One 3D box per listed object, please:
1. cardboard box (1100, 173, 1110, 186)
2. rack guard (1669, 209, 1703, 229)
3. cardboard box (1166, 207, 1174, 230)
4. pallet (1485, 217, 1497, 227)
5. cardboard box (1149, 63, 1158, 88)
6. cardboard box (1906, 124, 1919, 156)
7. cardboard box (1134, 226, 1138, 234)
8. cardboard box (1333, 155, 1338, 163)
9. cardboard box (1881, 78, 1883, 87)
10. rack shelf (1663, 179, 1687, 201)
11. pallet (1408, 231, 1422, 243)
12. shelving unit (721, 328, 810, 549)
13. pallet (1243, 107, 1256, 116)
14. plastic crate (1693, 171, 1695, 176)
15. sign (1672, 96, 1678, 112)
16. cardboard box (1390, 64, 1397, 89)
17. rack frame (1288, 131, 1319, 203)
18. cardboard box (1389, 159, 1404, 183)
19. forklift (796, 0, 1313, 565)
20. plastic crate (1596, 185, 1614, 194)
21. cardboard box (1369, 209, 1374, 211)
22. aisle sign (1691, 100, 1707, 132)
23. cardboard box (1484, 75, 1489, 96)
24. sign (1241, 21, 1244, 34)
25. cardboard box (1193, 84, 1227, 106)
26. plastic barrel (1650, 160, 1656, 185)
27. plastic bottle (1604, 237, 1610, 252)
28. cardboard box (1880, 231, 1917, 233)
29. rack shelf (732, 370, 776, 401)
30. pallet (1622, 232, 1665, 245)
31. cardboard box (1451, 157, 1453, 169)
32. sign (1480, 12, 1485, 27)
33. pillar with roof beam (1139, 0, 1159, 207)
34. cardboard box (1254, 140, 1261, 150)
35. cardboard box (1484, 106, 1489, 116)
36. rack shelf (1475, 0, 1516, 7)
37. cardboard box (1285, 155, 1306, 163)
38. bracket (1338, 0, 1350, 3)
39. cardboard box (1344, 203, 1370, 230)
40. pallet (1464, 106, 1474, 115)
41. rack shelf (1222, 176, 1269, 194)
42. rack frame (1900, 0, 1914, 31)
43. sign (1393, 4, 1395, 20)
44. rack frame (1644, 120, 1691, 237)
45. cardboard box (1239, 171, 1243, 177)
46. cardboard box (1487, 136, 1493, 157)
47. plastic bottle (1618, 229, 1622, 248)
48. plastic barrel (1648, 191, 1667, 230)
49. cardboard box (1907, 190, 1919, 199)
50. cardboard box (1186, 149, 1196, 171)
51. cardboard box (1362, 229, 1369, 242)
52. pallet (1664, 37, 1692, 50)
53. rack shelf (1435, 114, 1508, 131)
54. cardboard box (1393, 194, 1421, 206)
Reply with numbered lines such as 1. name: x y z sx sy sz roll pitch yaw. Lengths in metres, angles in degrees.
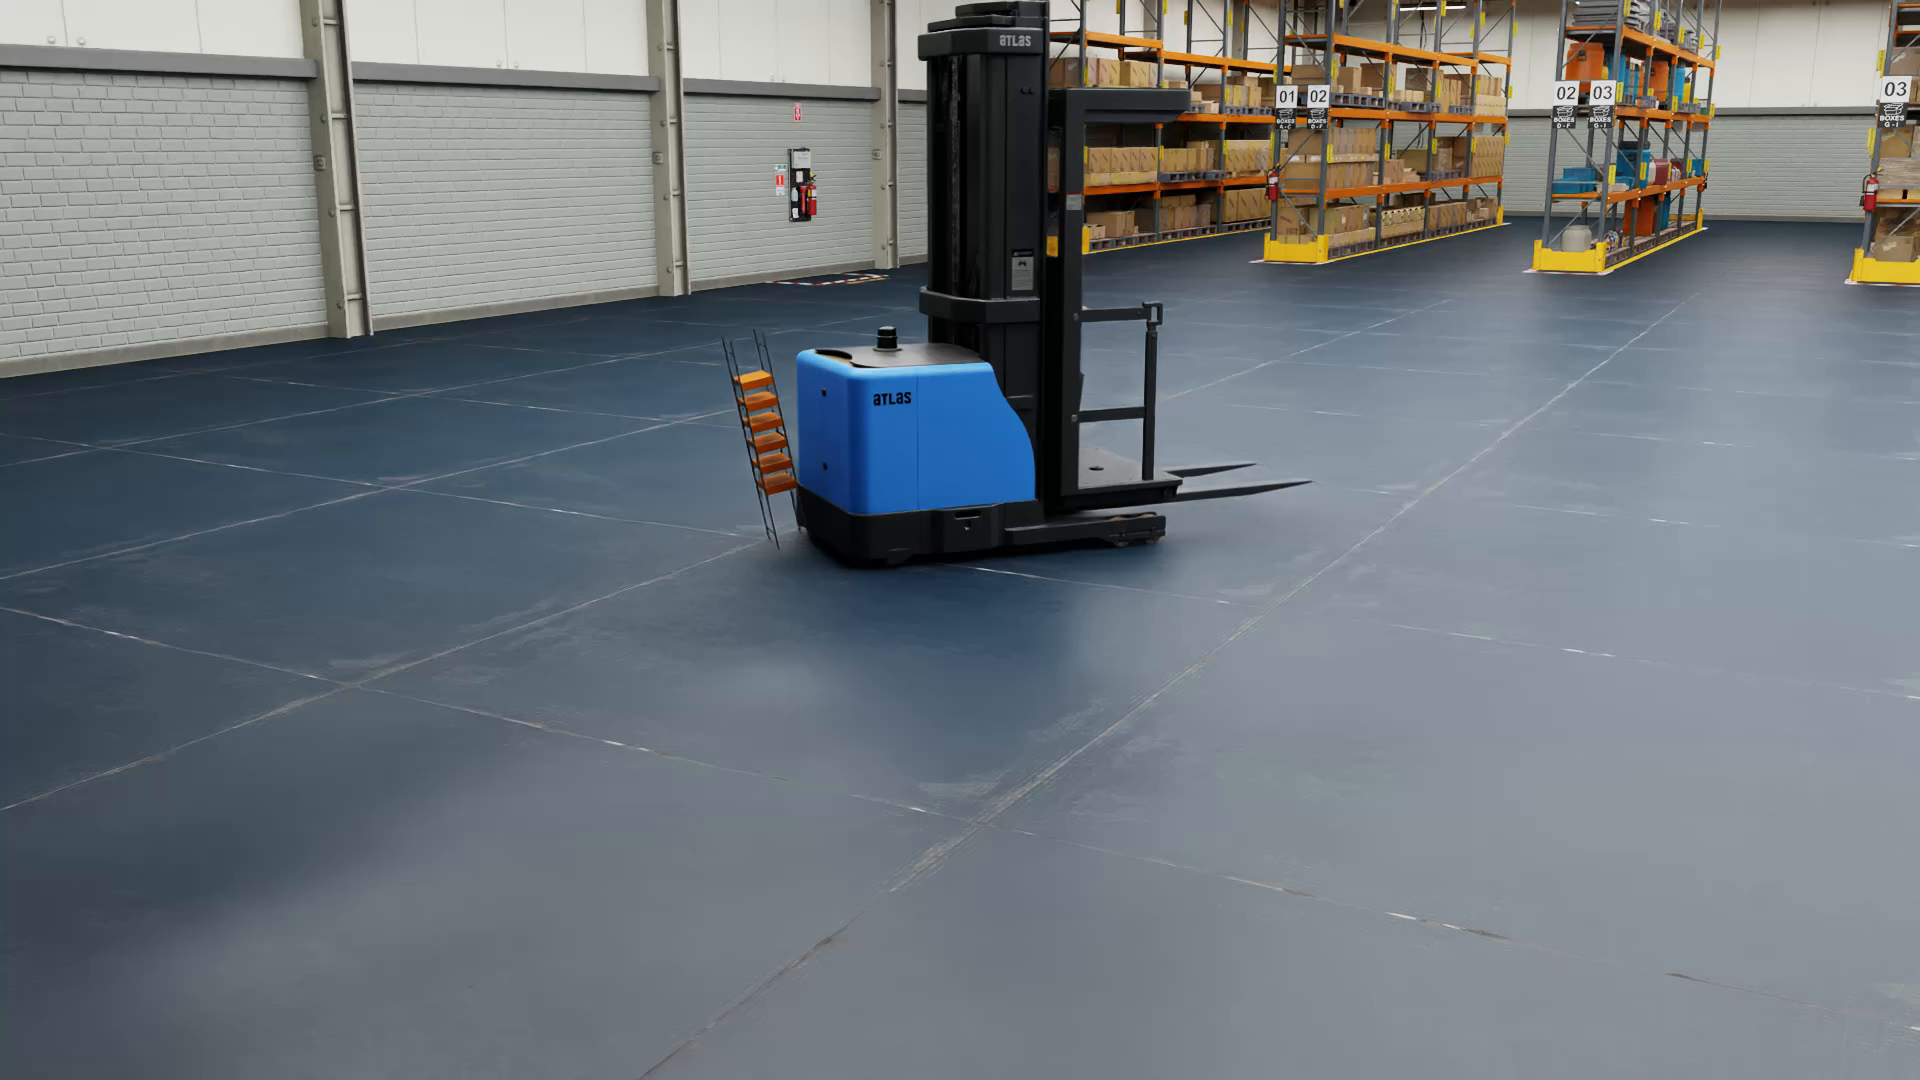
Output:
1. cardboard box: 2.758 -7.407 34.133 0.500 0.250 0.500 7 15 26
2. rack guard: 18.413 -8.249 42.683 1.175 0.500 0.348 7 15 28
3. cardboard box: 4.486 -7.382 38.146 0.700 0.500 0.500 7 15 27
4. pallet: 13.657 -8.485 44.278 1.003 0.211 1.213 7 15 28
5. cardboard box: 3.934 -9.987 35.771 0.500 0.500 0.500 6 15 23
6. cardboard box: 17.454 -7.078 30.315 1.000 1.000 1.000 7 15 28
7. cardboard box: 3.707 -6.842 36.619 0.380 0.166 0.250 5 15 21
8. cardboard box: 6.969 -7.263 31.661 0.380 0.149 0.250 7 15 28
9. cardboard box: 15.240 -7.448 27.098 0.380 0.149 0.250 7 15 28
10. rack shelf: 15.512 -7.877 37.342 1.077 0.370 4.000 7 15 28
11. pallet: 9.779 -6.858 37.531 1.003 0.211 1.213 7 15 28
12. shelving unit: -1.081 -0.563 9.276 0.189 1.200 0.258 -16 18 -16
13. pallet: 6.675 -10.673 41.408 1.003 0.211 1.213 8 16 31
14. plastic crate: 18.177 -9.171 41.608 0.396 0.136 0.243 7 15 28
15. sign: 15.030 -9.163 34.964 0.100 0.325 0.005 7 15 28
16. cardboard box: 8.865 -9.753 35.013 0.500 0.500 0.500 9 16 33
17. rack frame: 9.740 -10.580 47.019 1.000 3.000 0.127 7 15 28
18. cardboard box: 9.414 -8.081 36.439 0.500 0.500 0.500 6 15 25
19. forklift: 0.622 -1.497 9.490 3.031 2.935 1.130 -6 15 -23
20. plastic crate: 11.392 -6.194 29.389 0.298 0.136 0.250 7 15 28
21. cardboard box: 8.711 -7.023 36.039 0.500 0.311 0.500 7 15 28
22. aisle sign: 18.704 -10.703 41.982 0.394 0.787 0.004 7 15 28
23. cardboard box: 12.948 -11.486 42.029 0.700 0.500 0.500 7 15 28
24. sign: 7.332 -13.275 43.066 0.100 0.325 0.005 7 15 28
25. cardboard box: 6.052 -10.764 40.228 0.700 0.500 0.500 6 15 24
26. plastic barrel: 14.235 -7.636 34.567 0.421 0.512 0.421 0 14 0
27. plastic bottle: 11.827 -5.399 30.412 0.097 0.271 0.097 0 14 0
28. cardboard box: 15.908 -4.982 28.236 0.500 0.500 0.500 9 16 33
29. rack shelf: -1.140 -0.858 9.183 0.180 0.103 0.258 -16 18 -16
30. pallet: 14.890 -6.627 36.573 1.003 0.211 1.213 7 15 28
31. cardboard box: 12.162 -9.379 41.825 0.500 0.500 0.500 8 16 29
32. sign: 12.633 -12.585 40.204 0.100 0.325 0.005 7 15 28
33. pillar with roof beam: 8.256 -11.199 36.785 9.100 9.000 0.400 7 15 28
34. cardboard box: 7.302 -9.994 42.096 0.500 0.250 0.500 8 16 29
35. cardboard box: 13.084 -10.861 42.103 0.500 0.250 0.500 7 15 28
36. rack shelf: 13.111 -13.792 41.984 1.077 0.370 4.000 7 15 28
37. cardboard box: 6.361 -7.201 31.406 0.380 0.149 0.250 7 15 27
38. bracket: 11.660 -16.308 50.299 0.076 0.066 3.189 7 15 28
39. cardboard box: 7.992 -6.569 33.750 0.500 0.500 0.500 7 15 28
40. pallet: 11.768 -10.440 40.439 1.213 0.211 1.003 7 15 28
41. rack shelf: 6.839 -9.000 41.998 1.077 0.370 4.000 7 15 28
42. rack frame: 20.815 -10.992 35.929 1.000 3.000 0.127 7 15 28
43. sign: 9.731 -11.847 37.311 0.100 0.325 0.005 7 15 28
44. rack frame: 16.479 -8.637 38.960 1.000 3.000 0.127 7 15 28
45. cardboard box: 6.832 -9.135 41.518 0.380 0.149 0.250 8 16 29
46. cardboard box: 13.365 -10.116 42.747 0.500 0.500 0.500 8 16 30
47. plastic bottle: 12.552 -5.757 31.727 0.144 0.351 0.185 7 15 27
48. plastic barrel: 15.859 -7.566 38.099 0.600 0.901 0.708 7 15 28
49. cardboard box: 15.360 -5.523 26.580 0.380 0.149 0.250 7 15 28
50. cardboard box: 5.071 -8.846 38.673 0.700 0.500 0.500 7 15 28
51. cardboard box: 7.994 -6.204 33.837 0.500 0.250 0.500 7 15 28
52. pallet: 14.921 -10.591 35.521 1.213 0.211 1.003 7 15 28
53. rack shelf: 13.111 -10.718 42.725 1.077 0.370 4.000 7 15 28
54. cardboard box: 10.481 -7.972 38.996 0.500 0.250 0.500 8 16 30
